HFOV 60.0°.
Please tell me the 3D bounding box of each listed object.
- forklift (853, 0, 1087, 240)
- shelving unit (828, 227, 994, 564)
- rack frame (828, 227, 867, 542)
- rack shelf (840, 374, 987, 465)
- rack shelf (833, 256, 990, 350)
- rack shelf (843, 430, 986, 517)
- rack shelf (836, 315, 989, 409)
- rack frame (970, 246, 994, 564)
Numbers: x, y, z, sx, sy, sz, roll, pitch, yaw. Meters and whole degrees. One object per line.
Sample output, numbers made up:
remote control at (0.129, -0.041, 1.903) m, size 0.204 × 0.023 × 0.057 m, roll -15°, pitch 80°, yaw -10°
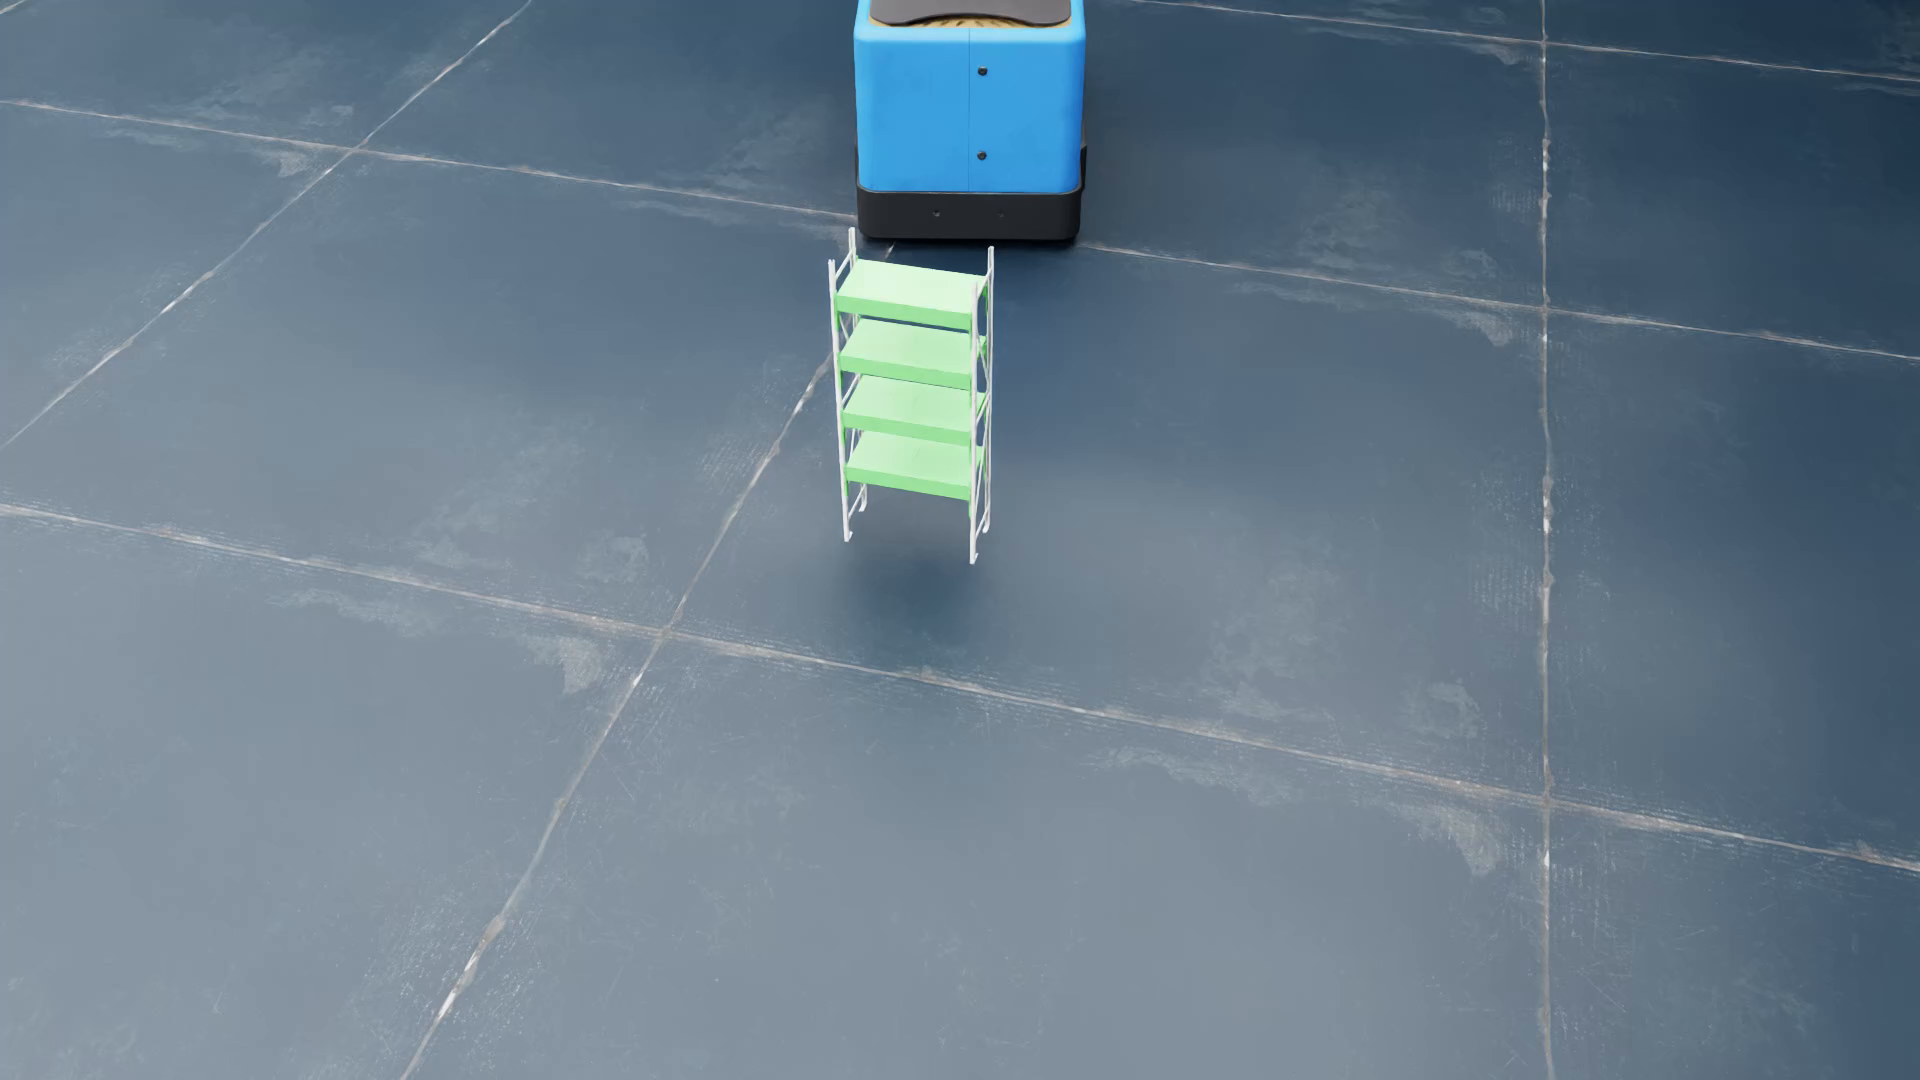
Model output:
forklift at (0.070, -3.457, 8.087) m, size 1.130 × 2.935 × 3.031 m, roll 1°, pitch 40°, yaw 1°
shelving unit at (-0.160, -0.487, 5.897) m, size 0.503 × 1.200 × 0.258 m, roll 10°, pitch 41°, yaw 11°
rack frame at (-0.396, -0.528, 5.945) m, size 0.015 × 1.200 × 0.240 m, roll 10°, pitch 41°, yaw 11°
rack shelf at (-0.160, -0.438, 5.938) m, size 0.480 × 0.148 × 0.258 m, roll 10°, pitch 41°, yaw 11°
rack shelf at (-0.160, -0.806, 5.629) m, size 0.480 × 0.148 × 0.258 m, roll 10°, pitch 41°, yaw 11°
rack shelf at (-0.160, -0.254, 6.092) m, size 0.480 × 0.148 × 0.258 m, roll 10°, pitch 41°, yaw 11°
rack shelf at (-0.160, -0.622, 5.784) m, size 0.480 × 0.148 × 0.258 m, roll 10°, pitch 41°, yaw 11°
rack frame at (0.076, -0.446, 5.849) m, size 0.015 × 1.200 × 0.240 m, roll 10°, pitch 41°, yaw 11°
